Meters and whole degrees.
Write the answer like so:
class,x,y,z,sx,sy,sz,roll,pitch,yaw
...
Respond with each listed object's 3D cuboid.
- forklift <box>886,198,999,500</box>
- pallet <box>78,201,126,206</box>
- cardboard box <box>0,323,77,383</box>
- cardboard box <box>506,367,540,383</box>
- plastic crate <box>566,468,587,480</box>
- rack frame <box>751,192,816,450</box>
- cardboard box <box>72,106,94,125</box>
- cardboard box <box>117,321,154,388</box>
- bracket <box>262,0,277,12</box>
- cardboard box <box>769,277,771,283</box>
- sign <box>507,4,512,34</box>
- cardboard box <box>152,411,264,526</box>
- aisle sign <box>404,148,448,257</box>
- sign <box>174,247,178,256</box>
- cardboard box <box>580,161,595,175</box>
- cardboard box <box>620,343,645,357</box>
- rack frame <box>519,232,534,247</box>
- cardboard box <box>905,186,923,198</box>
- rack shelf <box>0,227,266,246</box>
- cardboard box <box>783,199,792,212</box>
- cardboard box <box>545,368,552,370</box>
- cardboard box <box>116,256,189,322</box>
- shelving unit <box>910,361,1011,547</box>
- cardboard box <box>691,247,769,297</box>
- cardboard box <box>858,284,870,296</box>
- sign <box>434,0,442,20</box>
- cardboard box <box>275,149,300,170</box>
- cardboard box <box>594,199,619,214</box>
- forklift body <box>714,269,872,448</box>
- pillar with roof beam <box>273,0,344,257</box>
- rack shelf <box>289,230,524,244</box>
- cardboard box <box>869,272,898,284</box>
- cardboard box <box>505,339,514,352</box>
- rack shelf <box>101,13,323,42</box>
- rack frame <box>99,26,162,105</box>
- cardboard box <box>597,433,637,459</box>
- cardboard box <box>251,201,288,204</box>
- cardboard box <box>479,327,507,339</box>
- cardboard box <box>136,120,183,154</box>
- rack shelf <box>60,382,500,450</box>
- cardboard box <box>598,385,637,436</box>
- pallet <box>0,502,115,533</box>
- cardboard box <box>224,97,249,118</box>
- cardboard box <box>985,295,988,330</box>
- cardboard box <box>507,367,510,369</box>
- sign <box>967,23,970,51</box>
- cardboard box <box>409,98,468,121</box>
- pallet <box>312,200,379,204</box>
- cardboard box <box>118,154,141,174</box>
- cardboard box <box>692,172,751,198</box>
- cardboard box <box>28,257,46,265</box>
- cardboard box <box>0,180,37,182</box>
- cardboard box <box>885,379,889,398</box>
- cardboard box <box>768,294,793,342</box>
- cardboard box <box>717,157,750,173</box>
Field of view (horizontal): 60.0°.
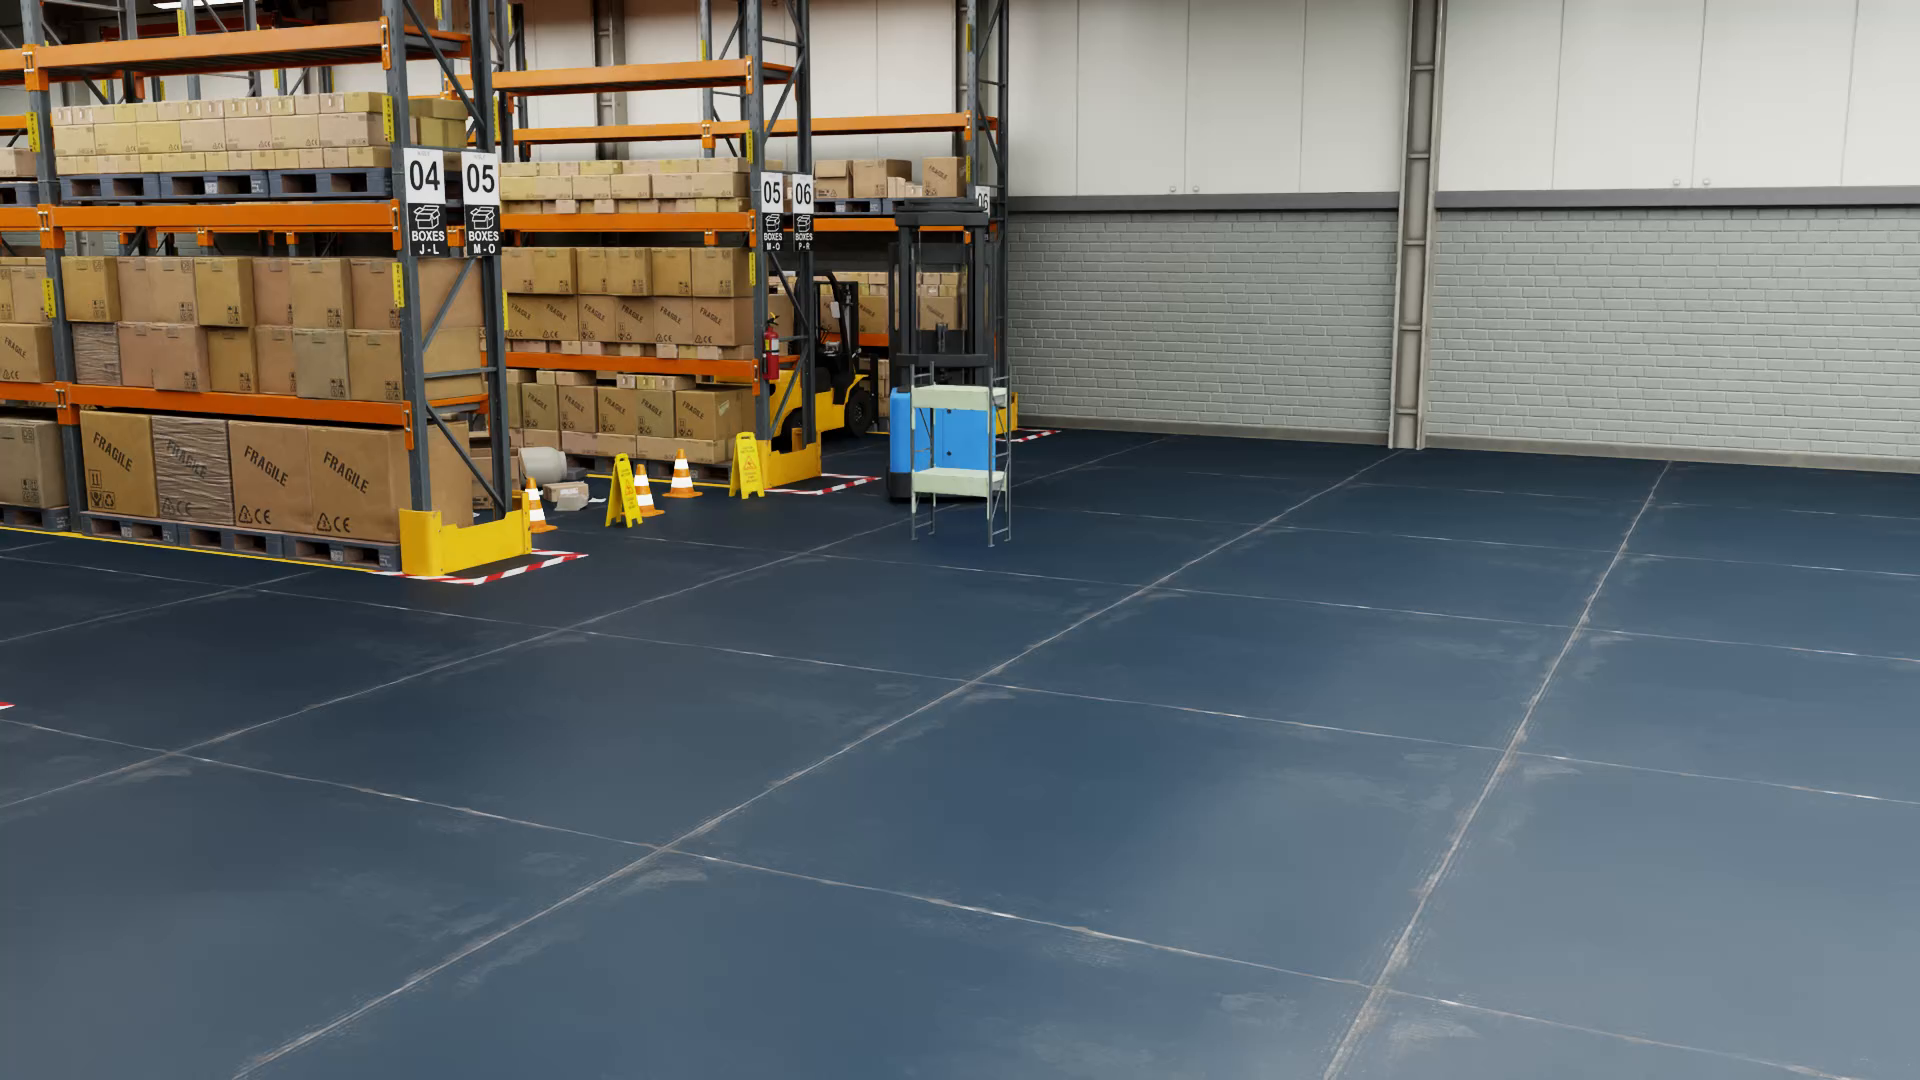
class,x,y,z,sx,sy,sz,roll,pitch,yaw
forklift,-0.195,-2.052,17.339,1.130,2.935,3.031,0,10,-1
pallet,-10.612,-4.242,21.355,1.213,0.211,1.003,6,12,28
cardboard box,-8.105,-1.663,14.716,0.500,0.500,0.500,5,11,25
cardboard box,-4.924,-1.847,18.626,0.250,0.149,0.380,5,11,27
plastic crate,-4.374,-0.723,17.999,0.583,0.080,0.402,1,10,6
rack frame,-1.832,-2.099,17.404,0.127,3.000,1.000,5,11,26
cardboard box,-7.114,-3.513,13.803,0.250,0.149,0.380,5,11,25
cardboard box,-6.680,-1.622,14.351,0.550,0.550,0.875,5,11,26
bracket,-11.156,-8.736,27.122,0.430,0.232,0.235,5,11,26
cardboard box,-2.565,-3.624,22.897,0.250,0.149,0.380,5,11,25
sign,-5.163,-5.950,18.992,0.005,0.325,0.100,5,11,26
cardboard box,-6.176,-0.645,14.161,0.875,0.875,0.875,5,11,26
aisle sign,-4.001,-2.526,12.465,0.004,0.787,0.394,5,11,26
sign,-13.724,-4.965,29.102,0.005,0.325,0.100,5,11,26
cardboard box,-3.851,-3.973,17.801,0.250,0.149,0.380,5,12,27
cardboard box,-3.440,-2.060,17.896,0.250,0.149,0.380,5,11,25
rack frame,-6.814,-3.522,25.269,0.127,3.000,1.000,5,11,26
cardboard box,-0.517,-4.517,21.588,0.250,0.149,0.380,5,11,24
rack shelf,-10.800,-4.009,21.555,4.000,0.370,1.077,5,11,26
cardboard box,-1.986,-3.529,17.590,0.250,0.149,0.380,5,11,26
cardboard box,-5.671,-2.459,24.882,0.625,0.625,0.875,5,12,28
cardboard box,-6.659,-2.161,14.296,0.550,0.550,0.875,5,11,26
shelving unit,0.006,-0.737,14.094,0.755,1.500,0.431,5,11,26
cardboard box,-2.387,-2.792,17.310,0.500,0.500,0.700,5,11,24
cardboard box,-1.236,-3.340,22.160,0.250,0.149,0.380,5,11,26
sign,-5.660,-5.815,18.022,0.005,0.325,0.100,5,11,26
cardboard box,-5.063,-2.941,12.879,0.250,0.149,0.380,5,11,26
cardboard box,-3.673,-3.549,17.697,0.250,0.149,0.380,5,11,25
forklift body,-2.147,-2.332,21.077,1.214,2.155,2.313,5,11,26
pillar with roof beam,-12.531,-6.301,23.776,0.548,9.000,9.100,5,11,26
rack shelf,-8.607,-4.802,25.937,4.000,0.370,1.077,5,11,26
cardboard box,-1.009,-3.466,22.022,0.250,0.149,0.380,5,12,27
cardboard box,-5.029,-2.203,18.684,0.250,0.149,0.380,5,12,27
rack shelf,-12.194,-8.228,27.115,4.000,0.370,1.077,5,11,26
rack frame,-13.988,-7.105,28.218,0.127,3.000,1.000,5,11,26
cardboard box,-3.609,-1.056,18.182,0.500,0.250,0.500,5,11,24
cardboard box,-8.161,-4.178,20.190,0.500,0.500,0.700,5,11,26
cardboard box,-5.148,-2.530,18.673,0.500,0.500,0.500,5,11,26
cardboard box,-6.299,-3.257,13.510,0.500,0.250,0.500,5,11,25
rack shelf,-5.726,-1.104,13.927,4.000,0.370,1.077,5,11,26
cardboard box,-3.585,-1.424,18.114,0.500,0.500,0.500,5,11,24
pallet,-8.244,-0.292,15.251,1.213,0.211,1.003,5,11,26
cardboard box,-5.524,-3.374,13.031,0.250,0.149,0.380,5,11,25
cardboard box,0.039,-3.024,22.238,0.500,0.500,0.500,5,12,28
cardboard box,-7.068,-2.577,25.885,0.500,0.500,0.500,6,12,28
sign,0.108,-6.257,20.689,0.005,0.325,0.100,5,11,26
cardboard box,-4.090,-3.378,13.056,0.250,0.149,0.380,5,11,26
pallet,-6.857,-3.945,19.707,1.003,0.211,1.213,5,11,26
cardboard box,-6.662,-3.081,13.654,0.250,0.149,0.380,5,11,25
cardboard box,-2.411,-3.645,17.109,0.500,0.250,0.500,5,11,25
cardboard box,-11.858,-3.469,21.889,0.500,0.500,0.500,5,11,25
cardboard box,-8.661,-3.376,15.282,0.250,0.149,0.380,5,11,26
cardboard box,-0.659,-2.021,22.113,0.500,0.250,0.500,5,11,25
cardboard box,-2.134,-2.376,17.820,0.500,0.500,0.500,5,11,25
cardboard box,-2.266,-3.823,16.975,0.250,0.149,0.380,5,11,26
